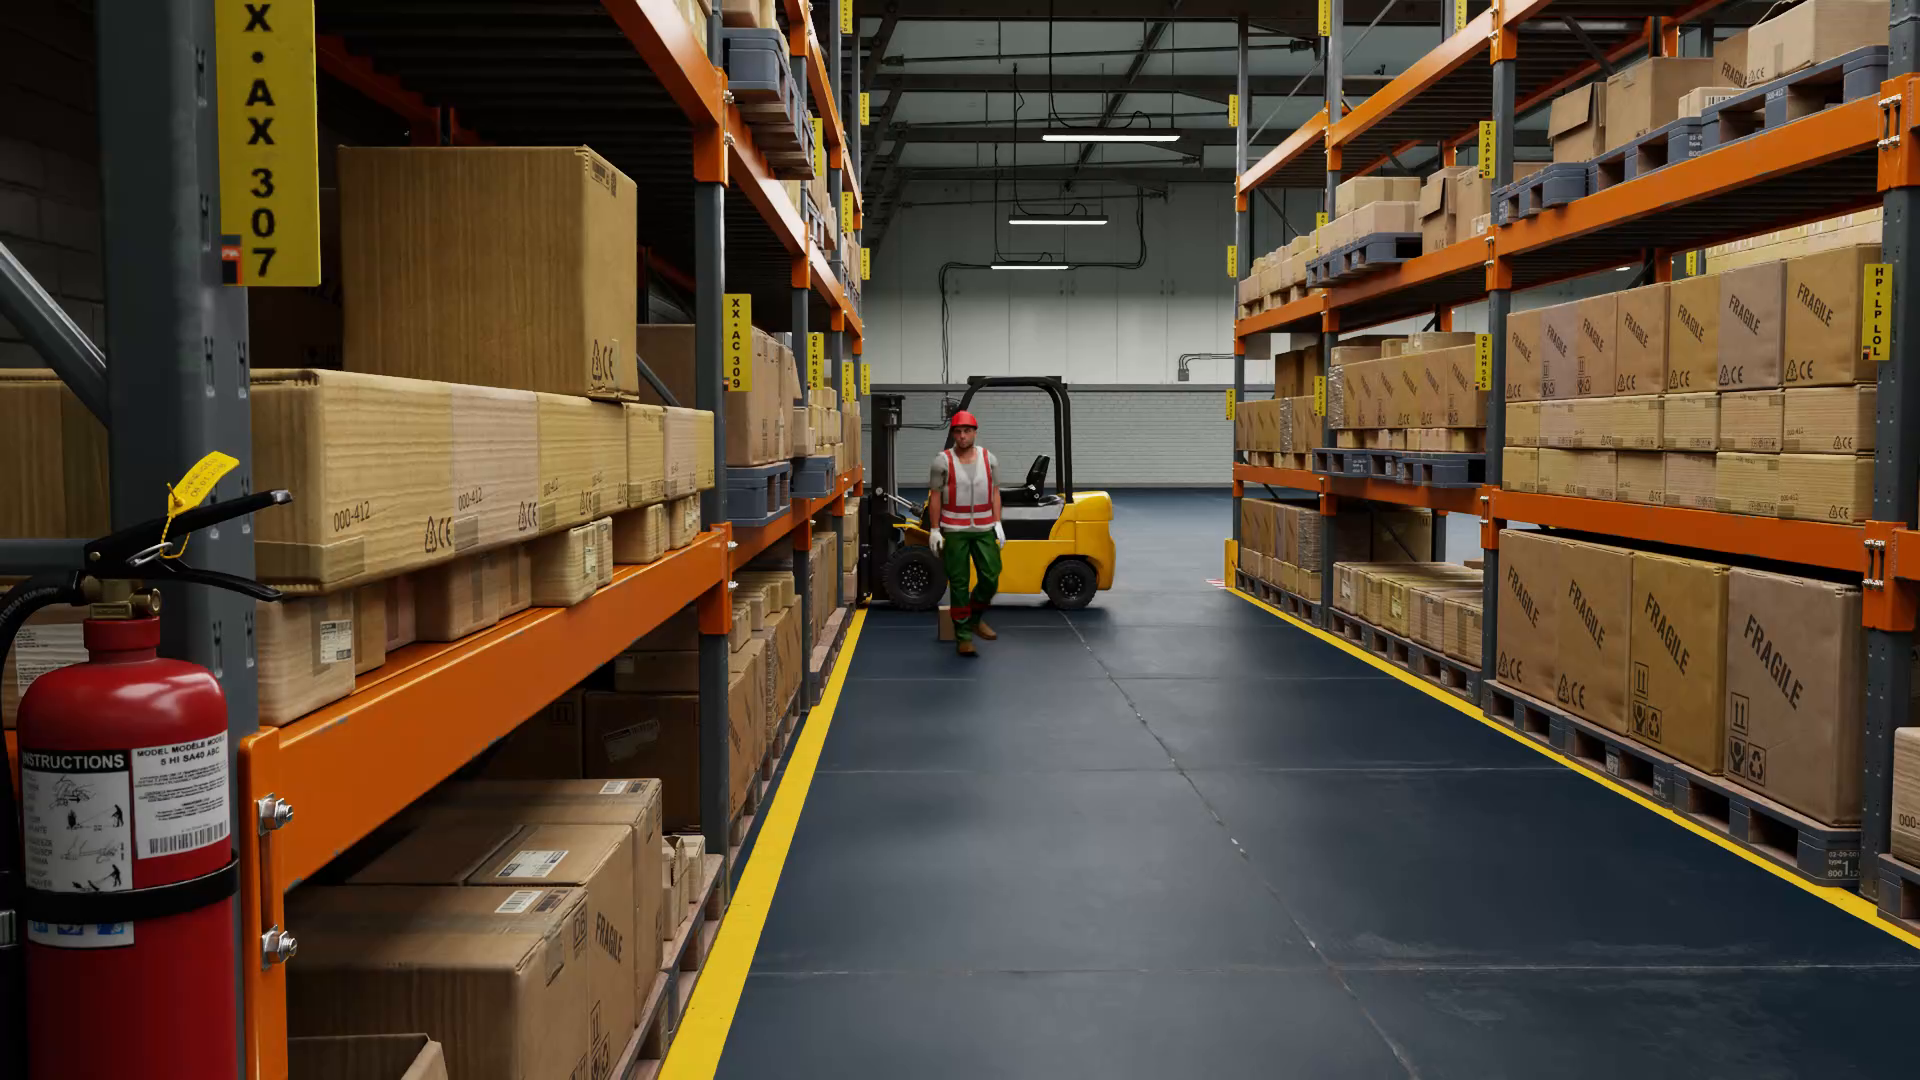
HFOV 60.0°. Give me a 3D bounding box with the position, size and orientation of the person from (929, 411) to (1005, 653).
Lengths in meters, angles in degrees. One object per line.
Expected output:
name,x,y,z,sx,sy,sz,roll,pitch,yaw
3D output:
person,0.045,-0.059,12.277,0.572,1.784,0.558,-1,4,-13
